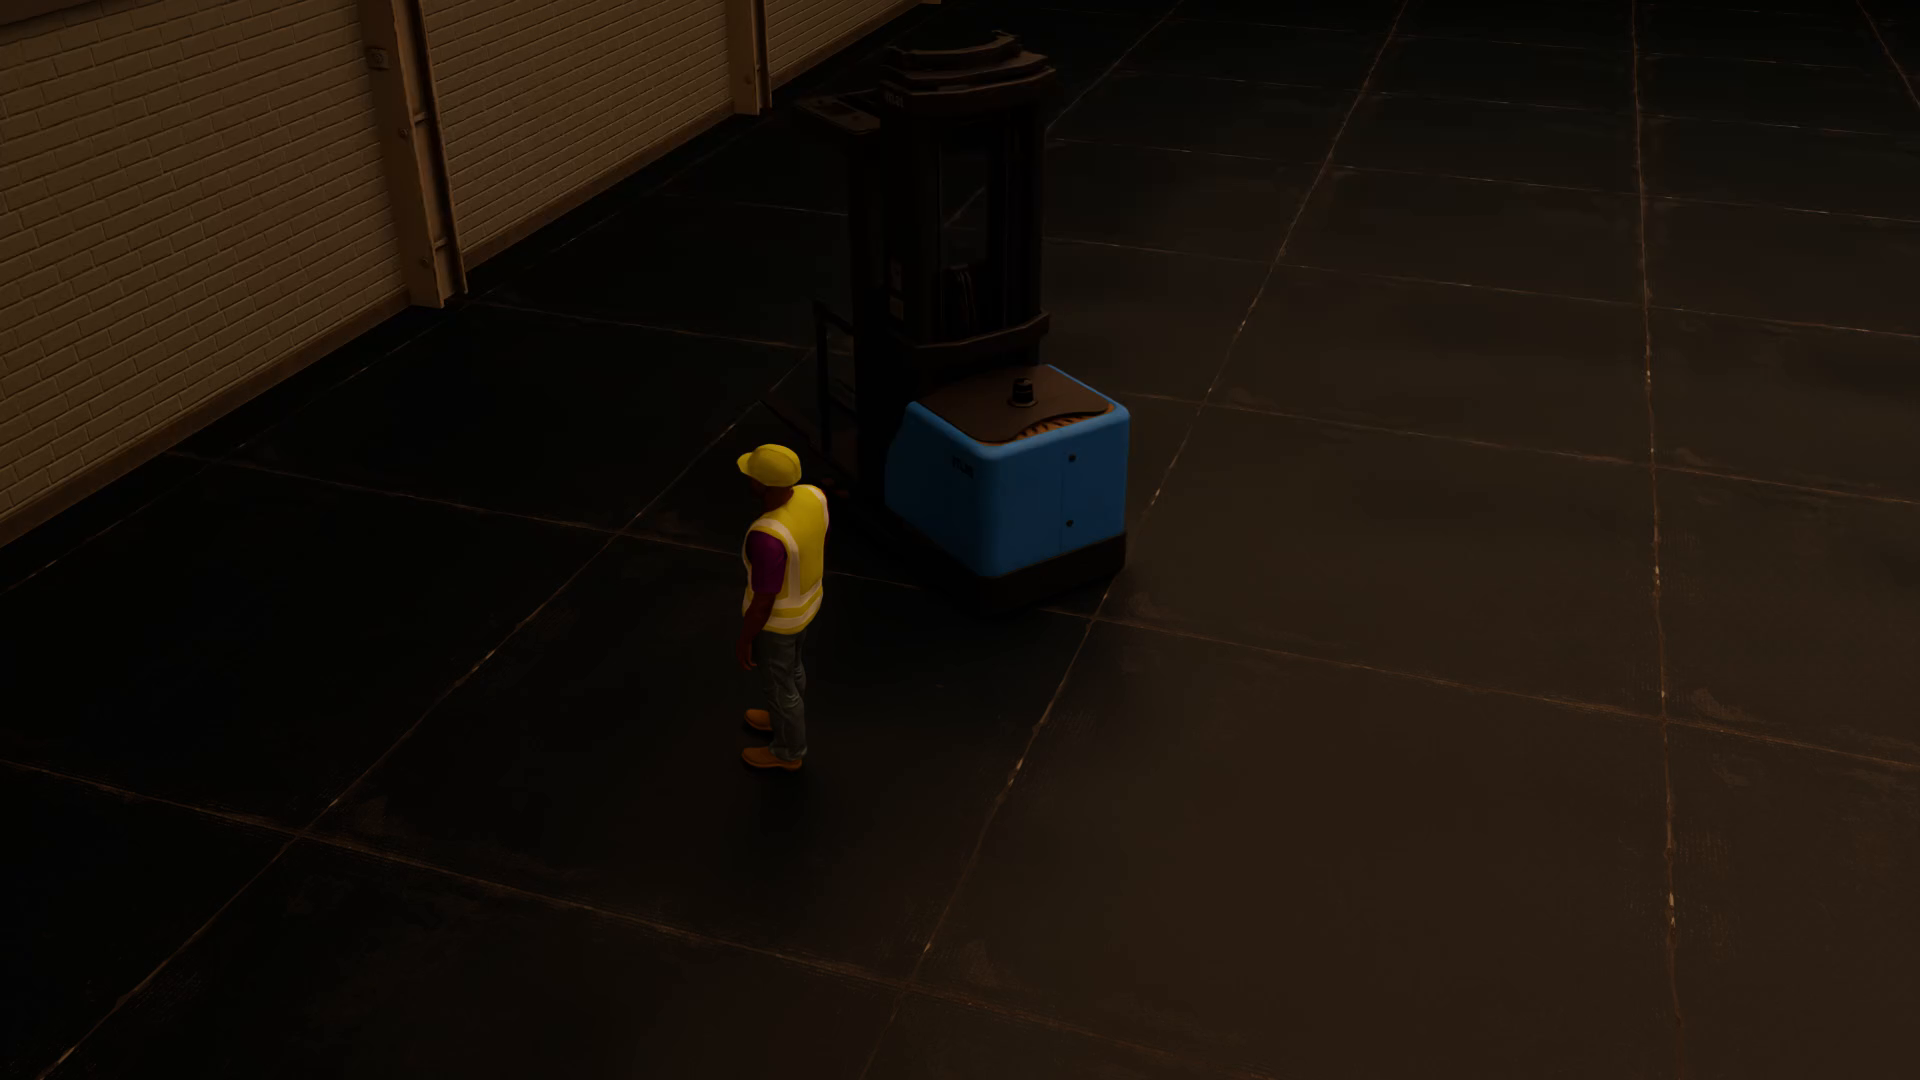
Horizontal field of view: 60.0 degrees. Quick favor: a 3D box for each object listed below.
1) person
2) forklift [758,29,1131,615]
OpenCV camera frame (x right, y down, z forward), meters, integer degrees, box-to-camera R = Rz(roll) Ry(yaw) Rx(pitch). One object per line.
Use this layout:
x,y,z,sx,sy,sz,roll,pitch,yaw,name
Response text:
-0.906,0.309,7.762,0.575,1.770,0.687,11,31,18,person
-0.270,-1.540,9.837,1.130,2.935,3.031,-18,34,-29,forklift
